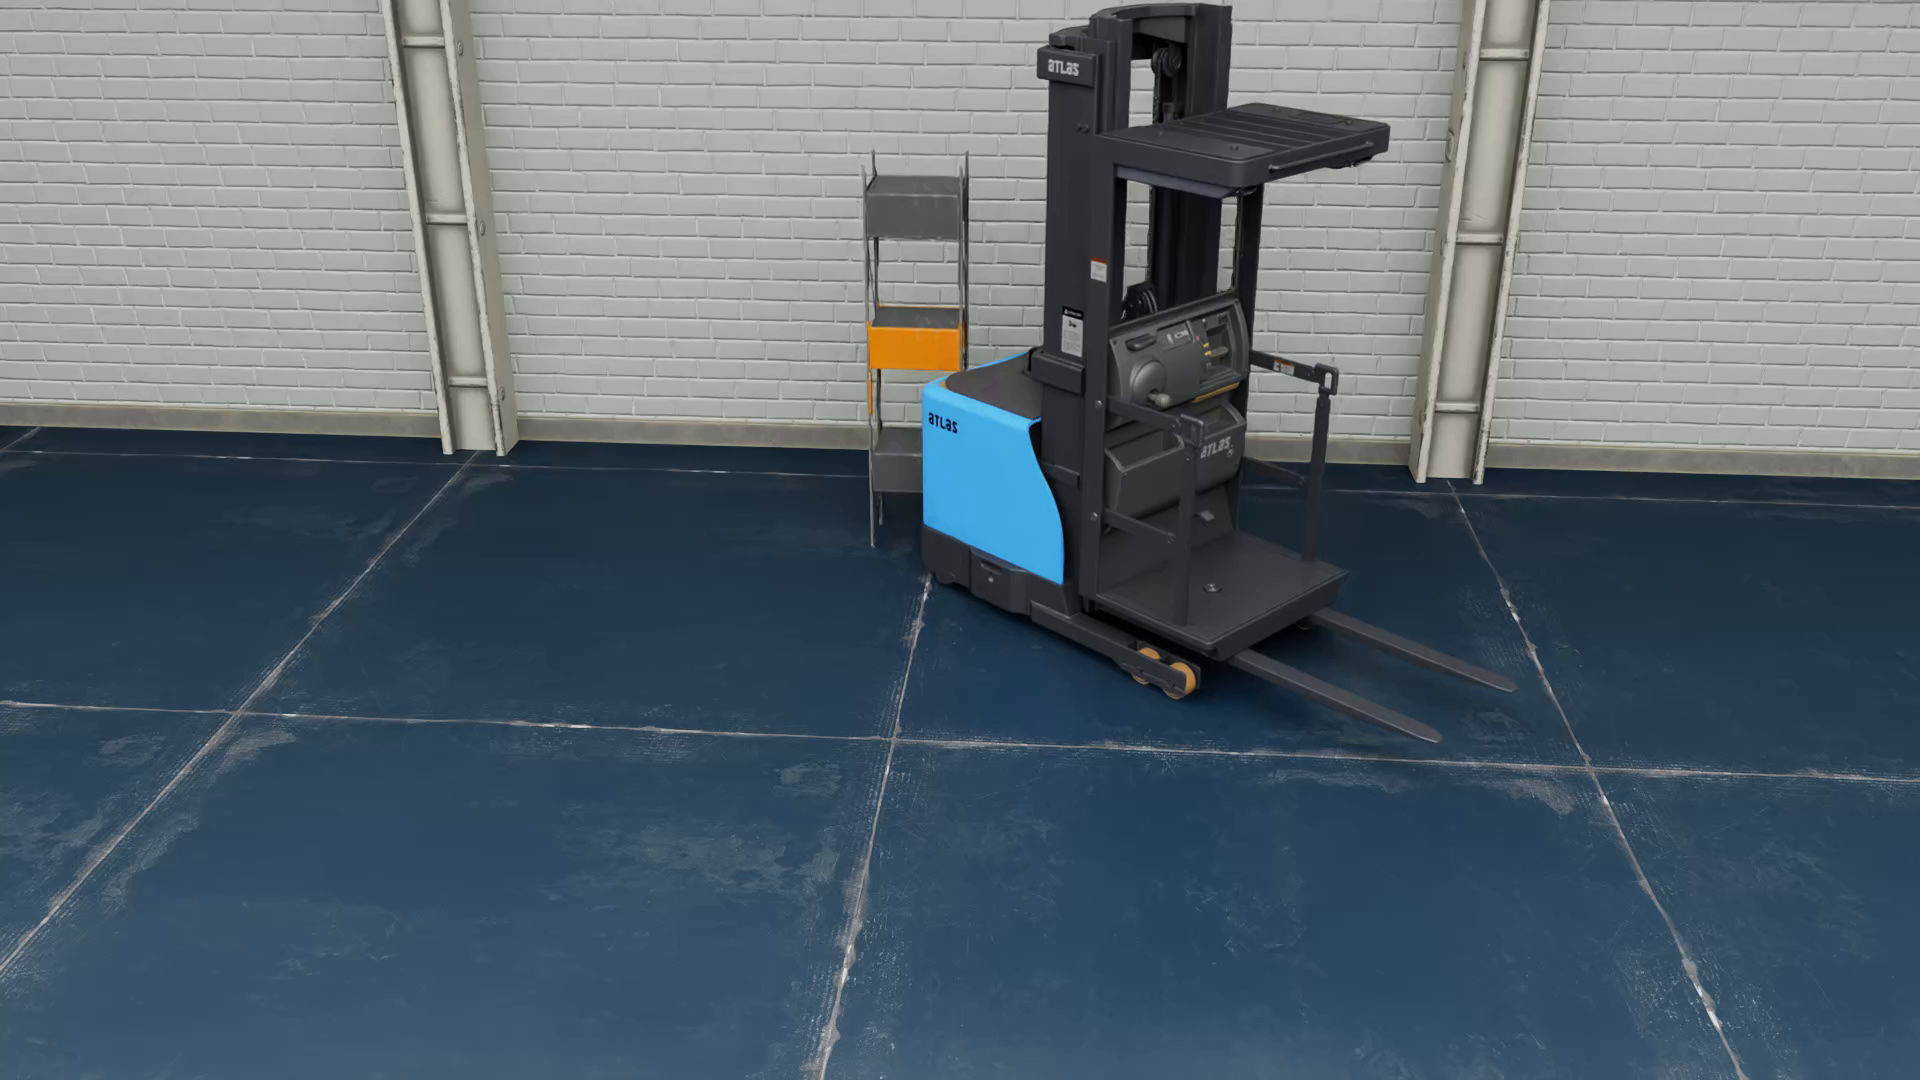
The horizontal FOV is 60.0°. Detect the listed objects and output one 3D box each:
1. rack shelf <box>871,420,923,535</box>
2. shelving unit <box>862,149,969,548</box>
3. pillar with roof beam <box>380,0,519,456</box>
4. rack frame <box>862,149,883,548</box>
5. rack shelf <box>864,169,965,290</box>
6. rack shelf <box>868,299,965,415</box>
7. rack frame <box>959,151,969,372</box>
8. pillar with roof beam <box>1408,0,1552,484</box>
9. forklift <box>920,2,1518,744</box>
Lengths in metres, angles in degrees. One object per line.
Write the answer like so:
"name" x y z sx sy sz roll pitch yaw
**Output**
"rack shelf" -0.222 -0.338 9.179 0.480 0.518 0.431 2 25 5
"shelving unit" -0.222 -0.986 8.881 0.503 2.100 0.431 2 25 5
"pillar with roof beam" -3.360 -2.891 4.767 0.400 9.000 9.100 2 25 4
"rack frame" -0.465 -0.995 8.901 0.015 2.100 0.400 2 25 5
"rack shelf" -0.222 -1.610 8.594 0.480 0.518 0.431 2 25 5
"rack shelf" -0.222 -0.974 8.887 0.480 0.518 0.431 2 25 5
"rack frame" 0.021 -0.977 8.862 0.015 2.100 0.400 2 25 5
"pillar with roof beam" 2.622 -2.699 4.350 0.400 9.000 9.100 2 25 4
"forklift" 1.171 -0.842 7.574 1.130 2.935 3.031 -22 32 -39
